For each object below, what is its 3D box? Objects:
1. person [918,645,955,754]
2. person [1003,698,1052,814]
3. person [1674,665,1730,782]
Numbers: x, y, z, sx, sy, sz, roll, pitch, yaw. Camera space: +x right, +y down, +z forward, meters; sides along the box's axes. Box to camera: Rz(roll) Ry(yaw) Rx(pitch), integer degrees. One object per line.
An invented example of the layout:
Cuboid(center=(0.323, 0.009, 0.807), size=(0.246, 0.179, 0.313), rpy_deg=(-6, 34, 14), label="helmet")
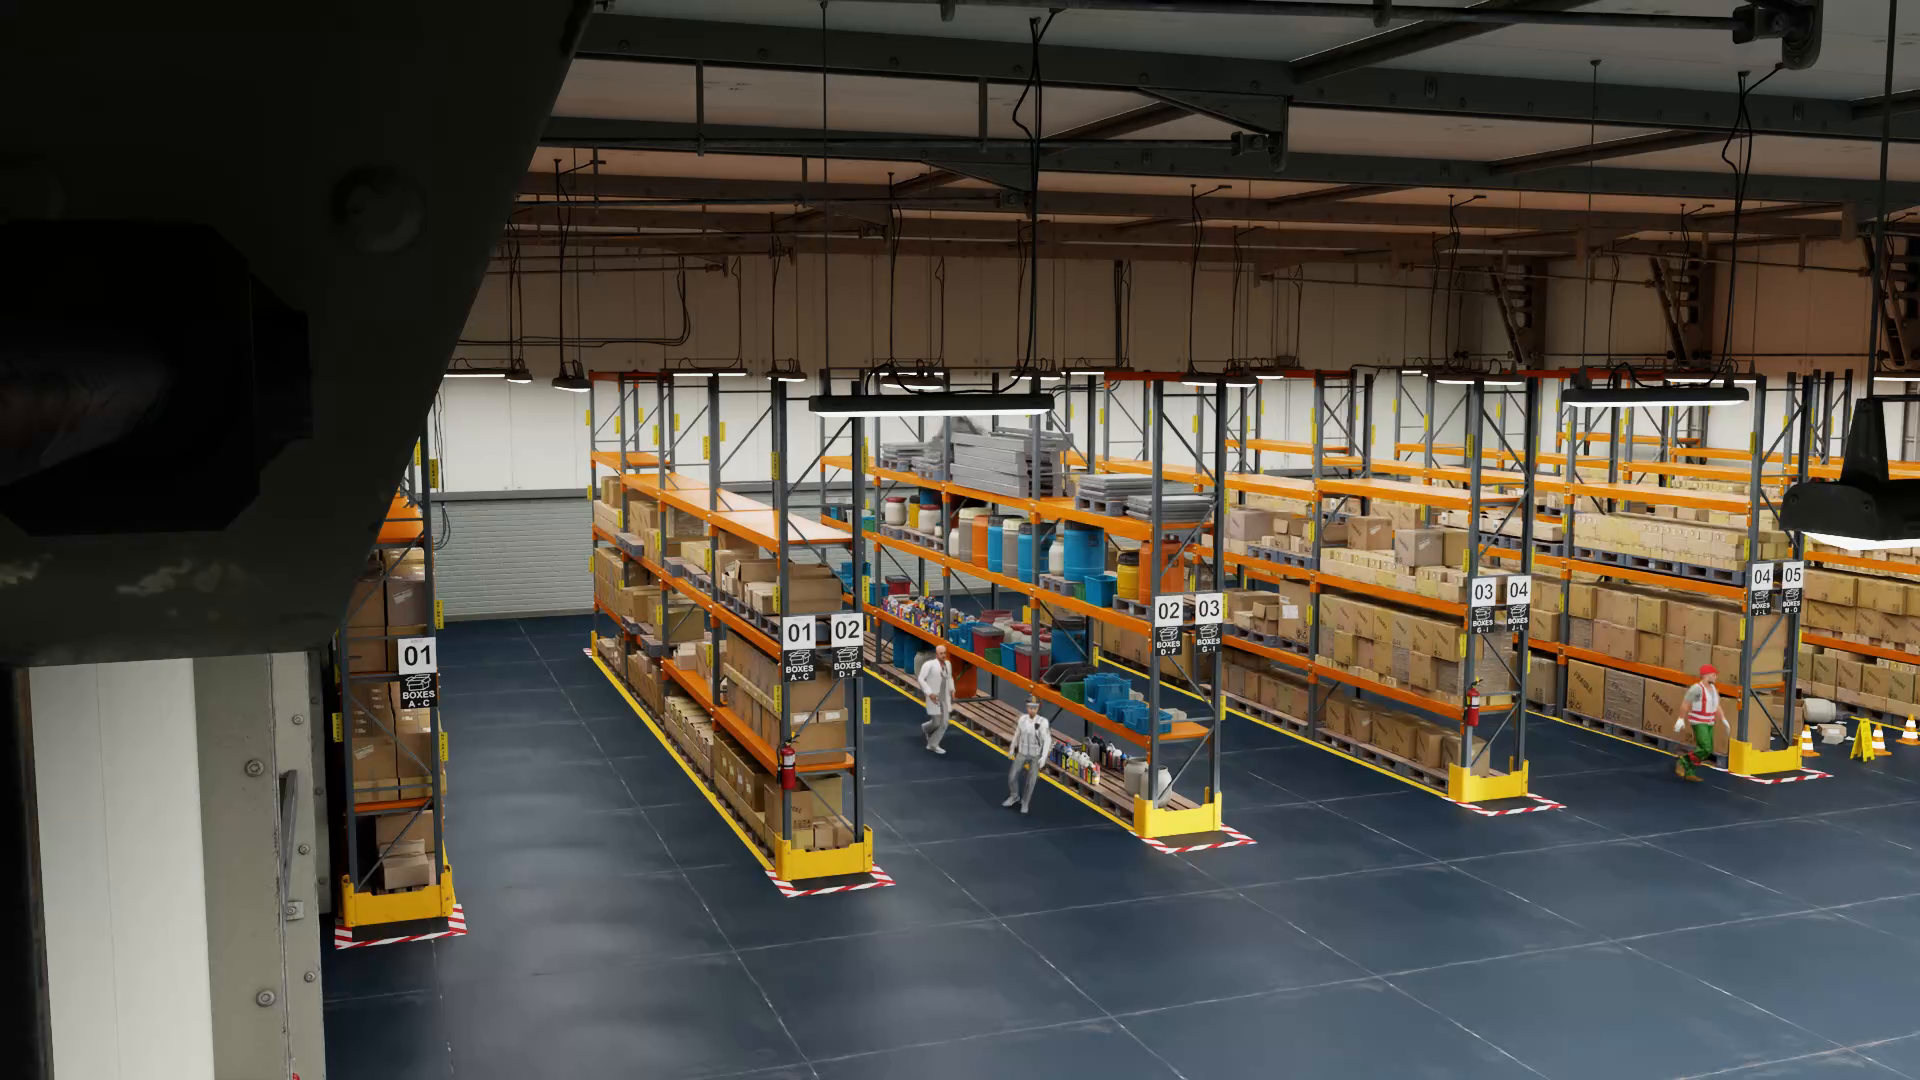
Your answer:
Cuboid(center=(-0.413, 2.521, 26.590), size=(0.707, 1.731, 0.649), rpy_deg=(-4, 8, -32), label="person")
Cuboid(center=(0.914, 2.976, 22.987), size=(0.699, 1.676, 0.455), rpy_deg=(2, 7, 18), label="person")
Cuboid(center=(10.945, 2.708, 24.508), size=(0.699, 1.745, 0.548), rpy_deg=(-4, 8, -32), label="person")
